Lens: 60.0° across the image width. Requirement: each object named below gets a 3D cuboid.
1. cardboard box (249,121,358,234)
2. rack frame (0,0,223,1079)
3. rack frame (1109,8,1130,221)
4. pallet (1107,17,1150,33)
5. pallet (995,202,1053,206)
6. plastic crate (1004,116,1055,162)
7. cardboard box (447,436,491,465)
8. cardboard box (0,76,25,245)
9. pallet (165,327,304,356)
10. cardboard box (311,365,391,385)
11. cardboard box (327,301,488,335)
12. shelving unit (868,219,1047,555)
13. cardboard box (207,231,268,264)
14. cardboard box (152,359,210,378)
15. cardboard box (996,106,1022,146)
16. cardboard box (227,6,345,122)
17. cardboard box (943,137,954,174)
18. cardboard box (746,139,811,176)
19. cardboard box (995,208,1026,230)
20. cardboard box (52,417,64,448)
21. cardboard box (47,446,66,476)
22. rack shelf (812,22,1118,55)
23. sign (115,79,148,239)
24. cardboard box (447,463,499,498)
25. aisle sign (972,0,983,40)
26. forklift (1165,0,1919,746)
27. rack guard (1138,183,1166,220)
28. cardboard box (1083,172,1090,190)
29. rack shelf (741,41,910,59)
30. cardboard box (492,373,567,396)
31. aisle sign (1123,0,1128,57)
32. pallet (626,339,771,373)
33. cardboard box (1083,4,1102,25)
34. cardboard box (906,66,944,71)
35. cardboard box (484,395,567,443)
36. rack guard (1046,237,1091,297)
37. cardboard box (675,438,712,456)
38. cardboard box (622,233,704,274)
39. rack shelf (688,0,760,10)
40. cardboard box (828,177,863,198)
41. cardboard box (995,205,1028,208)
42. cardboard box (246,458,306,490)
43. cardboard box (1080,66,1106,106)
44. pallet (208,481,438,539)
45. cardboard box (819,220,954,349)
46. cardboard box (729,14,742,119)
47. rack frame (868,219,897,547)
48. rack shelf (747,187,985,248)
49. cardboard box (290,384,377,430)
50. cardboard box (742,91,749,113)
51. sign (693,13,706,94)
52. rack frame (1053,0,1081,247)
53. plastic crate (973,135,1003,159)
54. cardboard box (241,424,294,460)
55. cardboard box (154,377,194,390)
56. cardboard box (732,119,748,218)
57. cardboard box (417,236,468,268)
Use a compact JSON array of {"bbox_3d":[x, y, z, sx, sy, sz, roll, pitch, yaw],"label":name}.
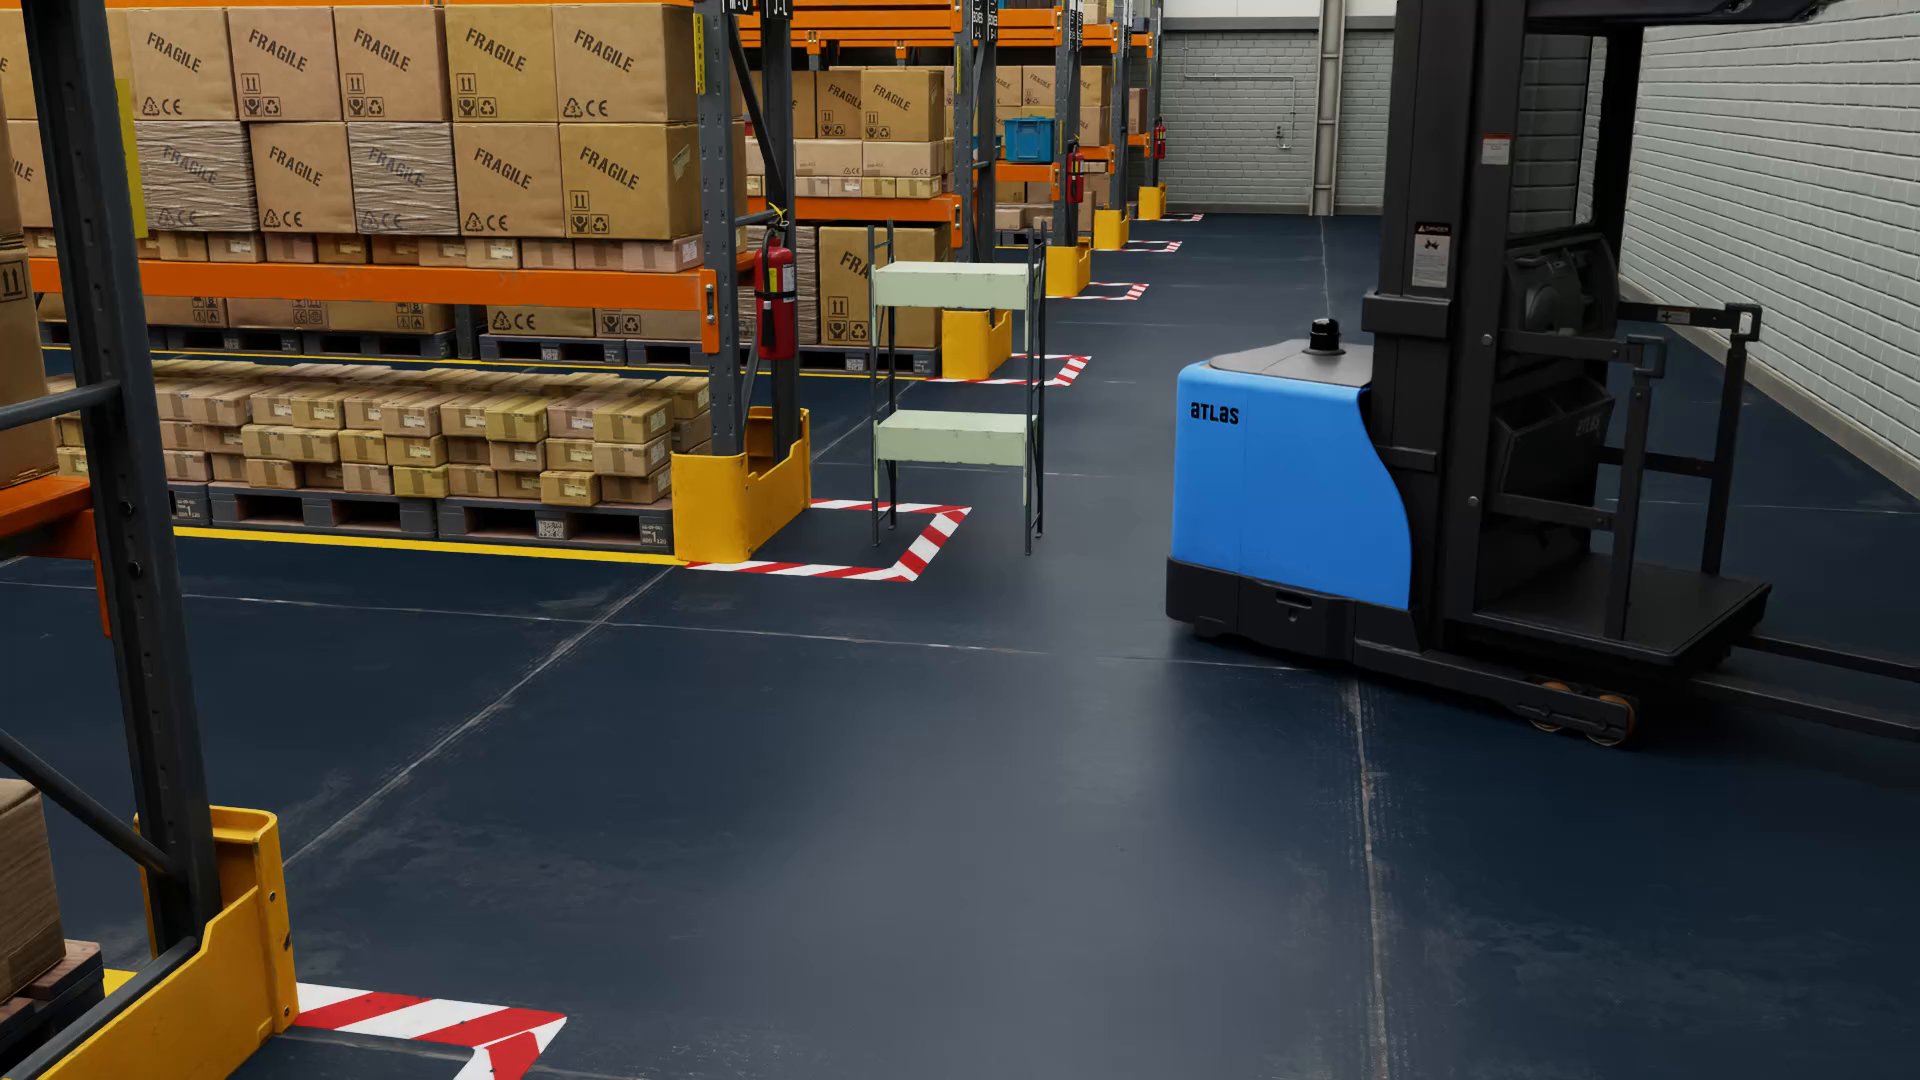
[{"bbox_3d":[-2.952,-1.721,7.841,0.500,0.500,0.500,4,16,14],"label":"cardboard box"},{"bbox_3d":[-1.859,-0.190,3.059,0.127,3.000,1.000,3,16,11],"label":"rack frame"},{"bbox_3d":[2.093,-5.374,21.773,0.127,3.000,1.000,3,16,11],"label":"rack frame"},{"bbox_3d":[2.348,-8.109,26.196,1.213,0.211,1.003,3,16,11],"label":"pallet"},{"bbox_3d":[1.086,-5.414,27.140,1.213,0.211,1.003,3,16,11],"label":"pallet"},{"bbox_3d":[0.737,-4.093,16.971,0.499,0.435,0.616,3,16,11],"label":"plastic crate"},{"bbox_3d":[-2.298,-0.484,8.117,0.250,0.149,0.380,3,16,10],"label":"cardboard box"},{"bbox_3d":[-2.273,-0.820,3.274,0.500,0.500,0.500,3,16,10],"label":"cardboard box"},{"bbox_3d":[-5.774,-1.737,13.868,1.213,0.211,1.003,3,16,11],"label":"pallet"},{"bbox_3d":[-3.198,-0.817,8.763,0.250,0.149,0.380,3,16,9],"label":"cardboard box"},{"bbox_3d":[-4.435,-2.203,13.518,0.875,0.875,1.225,3,16,11],"label":"cardboard box"},{"bbox_3d":[-0.007,-0.723,7.793,0.755,1.500,0.431,3,16,11],"label":"shelving unit"},{"bbox_3d":[-3.379,-1.424,7.985,0.250,0.149,0.380,4,16,14],"label":"cardboard box"},{"bbox_3d":[-4.233,-0.864,8.933,0.250,0.149,0.380,3,16,12],"label":"cardboard box"},{"bbox_3d":[0.603,-5.429,21.786,0.500,0.500,0.500,3,16,12],"label":"cardboard box"},{"bbox_3d":[-2.997,-2.203,7.707,0.500,0.500,0.500,3,16,9],"label":"cardboard box"},{"bbox_3d":[-0.301,-2.950,12.746,0.500,0.250,0.500,3,16,10],"label":"cardboard box"},{"bbox_3d":[-1.408,-2.864,12.436,0.500,0.250,0.500,3,16,9],"label":"cardboard box"},{"bbox_3d":[0.587,-4.284,22.164,0.500,0.250,0.500,3,16,11],"label":"cardboard box"},{"bbox_3d":[-4.600,-0.572,8.435,0.250,0.149,0.380,4,16,14],"label":"cardboard box"},{"bbox_3d":[-4.599,-0.428,8.473,0.250,0.149,0.380,2,16,9],"label":"cardboard box"},{"bbox_3d":[0.134,-6.579,21.853,4.000,0.370,1.077,3,16,11],"label":"rack shelf"},{"bbox_3d":[-1.743,-0.790,3.456,0.005,0.325,0.100,3,16,11],"label":"sign"},{"bbox_3d":[-2.288,-0.326,8.103,0.250,0.149,0.380,3,16,12],"label":"cardboard box"},{"bbox_3d":[0.126,-3.953,11.774,0.004,0.787,0.394,3,16,11],"label":"aisle sign"},{"bbox_3d":[2.271,-0.856,5.713,3.031,2.867,1.129,13,20,39],"label":"forklift"},{"bbox_3d":[3.101,-5.464,26.781,0.348,0.500,1.175,3,16,11],"label":"rack guard"},{"bbox_3d":[1.881,-5.705,26.865,0.500,0.500,0.700,3,16,11],"label":"cardboard box"},{"bbox_3d":[-2.803,-8.088,27.300,4.000,0.370,1.077,3,16,11],"label":"rack shelf"},{"bbox_3d":[-2.192,-0.744,8.498,0.250,0.149,0.380,2,16,8],"label":"cardboard box"},{"bbox_3d":[2.099,-6.543,21.123,0.004,0.787,0.394,3,16,11],"label":"aisle sign"},{"bbox_3d":[-1.875,-1.526,13.107,1.213,0.211,1.003,3,16,11],"label":"pallet"},{"bbox_3d":[1.538,-6.705,21.242,0.500,0.250,0.500,3,16,11],"label":"cardboard box"},{"bbox_3d":[-0.411,-5.963,21.840,0.500,0.500,0.500,3,16,9],"label":"cardboard box"},{"bbox_3d":[-2.055,-0.576,7.893,0.250,0.149,0.380,3,16,10],"label":"cardboard box"},{"bbox_3d":[1.129,-2.876,17.437,0.348,0.500,1.175,3,16,11],"label":"rack guard"},{"bbox_3d":[-1.421,-0.431,8.481,0.250,0.149,0.380,3,16,12],"label":"cardboard box"},{"bbox_3d":[-1.348,-1.313,7.583,0.250,0.149,0.380,3,16,11],"label":"cardboard box"},{"bbox_3d":[-2.932,-2.696,7.833,4.000,0.370,1.077,3,16,11],"label":"rack shelf"},{"bbox_3d":[-0.801,-2.621,12.307,0.250,0.149,0.380,3,16,11],"label":"cardboard box"},{"bbox_3d":[0.637,-4.417,22.646,0.500,0.250,0.500,3,16,11],"label":"cardboard box"},{"bbox_3d":[-3.319,-0.370,8.262,0.250,0.149,0.380,3,16,10],"label":"cardboard box"},{"bbox_3d":[1.603,-5.856,21.452,0.500,0.500,0.500,3,16,11],"label":"cardboard box"},{"bbox_3d":[-3.027,-0.269,8.566,1.213,0.211,1.003,3,16,11],"label":"pallet"},{"bbox_3d":[-0.527,-1.974,12.693,0.875,0.875,0.875,3,16,11],"label":"cardboard box"},{"bbox_3d":[-1.359,-2.257,7.904,0.500,0.500,0.500,3,16,11],"label":"cardboard box"},{"bbox_3d":[-0.365,-0.743,7.863,0.023,1.500,0.400,3,16,11],"label":"rack frame"},{"bbox_3d":[-1.844,-2.542,12.898,4.000,0.370,1.077,3,16,11],"label":"rack shelf"},{"bbox_3d":[-3.069,-0.656,8.181,0.250,0.149,0.380,3,16,11],"label":"cardboard box"},{"bbox_3d":[-2.932,-5.941,22.846,0.500,0.500,0.700,6,16,20],"label":"cardboard box"},{"bbox_3d":[-1.102,-2.057,7.036,0.005,0.325,0.100,3,16,11],"label":"sign"},{"bbox_3d":[1.103,-4.078,17.096,0.127,3.000,1.000,3,16,11],"label":"rack frame"},{"bbox_3d":[0.281,-4.161,17.595,0.300,0.233,0.416,3,16,11],"label":"plastic crate"},{"bbox_3d":[-3.325,-0.513,8.220,0.250,0.149,0.380,3,16,11],"label":"cardboard box"},{"bbox_3d":[-4.079,-0.715,8.394,0.250,0.149,0.380,3,16,10],"label":"cardboard box"},{"bbox_3d":[-1.357,-1.778,8.048,0.500,0.500,0.500,4,16,14],"label":"cardboard box"},{"bbox_3d":[-2.340,-1.374,7.805,0.250,0.149,0.380,2,16,9],"label":"cardboard box"}]
